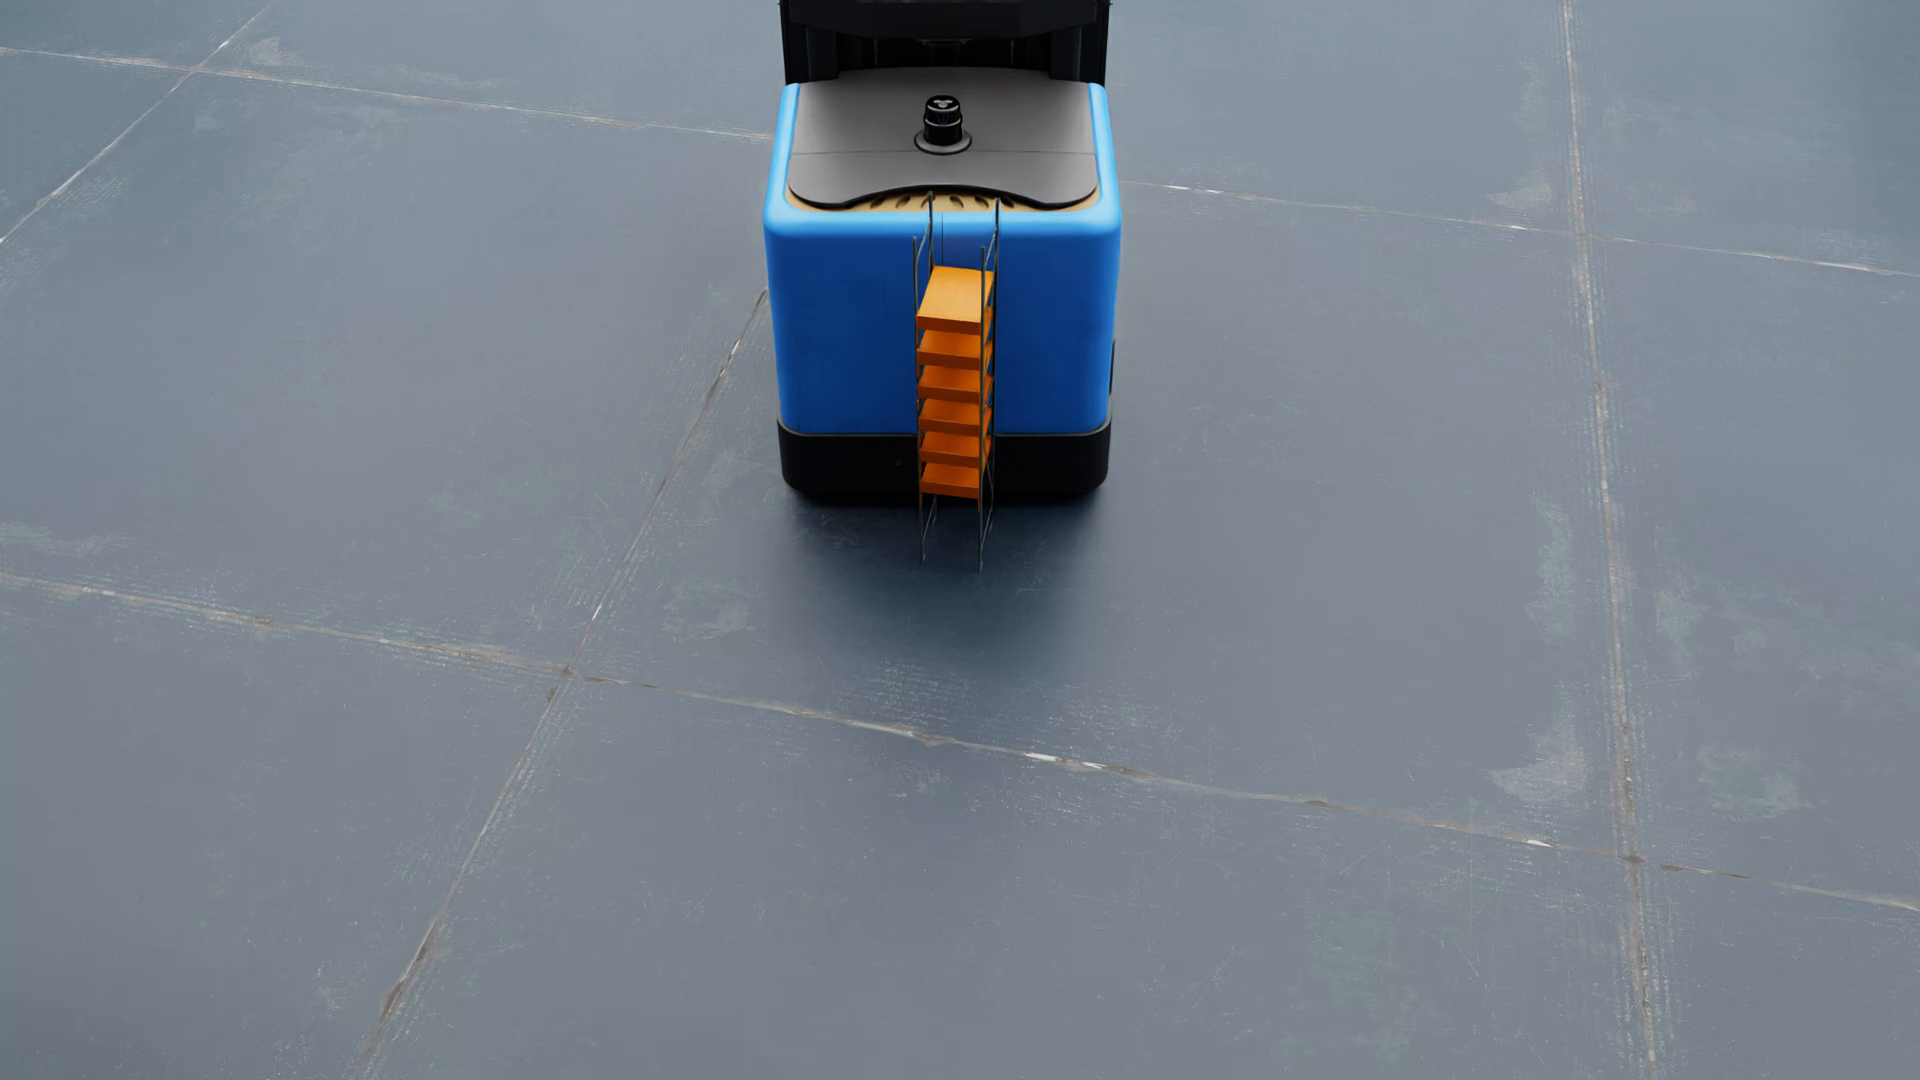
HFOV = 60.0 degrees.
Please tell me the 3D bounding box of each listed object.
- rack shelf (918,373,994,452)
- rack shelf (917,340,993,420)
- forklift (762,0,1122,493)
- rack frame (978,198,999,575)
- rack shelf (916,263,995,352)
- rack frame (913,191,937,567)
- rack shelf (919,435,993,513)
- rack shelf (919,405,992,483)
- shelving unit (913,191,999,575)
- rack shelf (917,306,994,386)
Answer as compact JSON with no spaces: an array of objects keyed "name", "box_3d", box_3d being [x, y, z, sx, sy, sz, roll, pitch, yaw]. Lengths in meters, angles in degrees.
[{"name":"rack shelf","box_3d":[-0.009,-0.386,4.850,0.180,0.103,0.258,7,44,7]},{"name":"rack shelf","box_3d":[-0.009,-0.473,4.767,0.180,0.103,0.258,7,44,7]},{"name":"forklift","box_3d":[-0.051,-2.204,5.426,1.130,2.935,3.031,0,44,0]},{"name":"rack frame","box_3d":[0.081,-0.407,4.807,0.006,1.200,0.240,7,44,7]},{"name":"rack shelf","box_3d":[-0.009,-0.645,4.600,0.180,0.103,0.258,7,44,7]},{"name":"rack frame","box_3d":[-0.099,-0.430,4.831,0.006,1.200,0.240,7,44,7]},{"name":"rack shelf","box_3d":[-0.009,-0.213,5.016,0.180,0.103,0.258,7,44,7]},{"name":"rack shelf","box_3d":[-0.009,-0.300,4.933,0.180,0.103,0.258,7,44,7]},{"name":"shelving unit","box_3d":[-0.009,-0.418,4.819,0.189,1.200,0.258,7,44,7]},{"name":"rack shelf","box_3d":[-0.009,-0.559,4.684,0.180,0.103,0.258,7,44,7]}]
